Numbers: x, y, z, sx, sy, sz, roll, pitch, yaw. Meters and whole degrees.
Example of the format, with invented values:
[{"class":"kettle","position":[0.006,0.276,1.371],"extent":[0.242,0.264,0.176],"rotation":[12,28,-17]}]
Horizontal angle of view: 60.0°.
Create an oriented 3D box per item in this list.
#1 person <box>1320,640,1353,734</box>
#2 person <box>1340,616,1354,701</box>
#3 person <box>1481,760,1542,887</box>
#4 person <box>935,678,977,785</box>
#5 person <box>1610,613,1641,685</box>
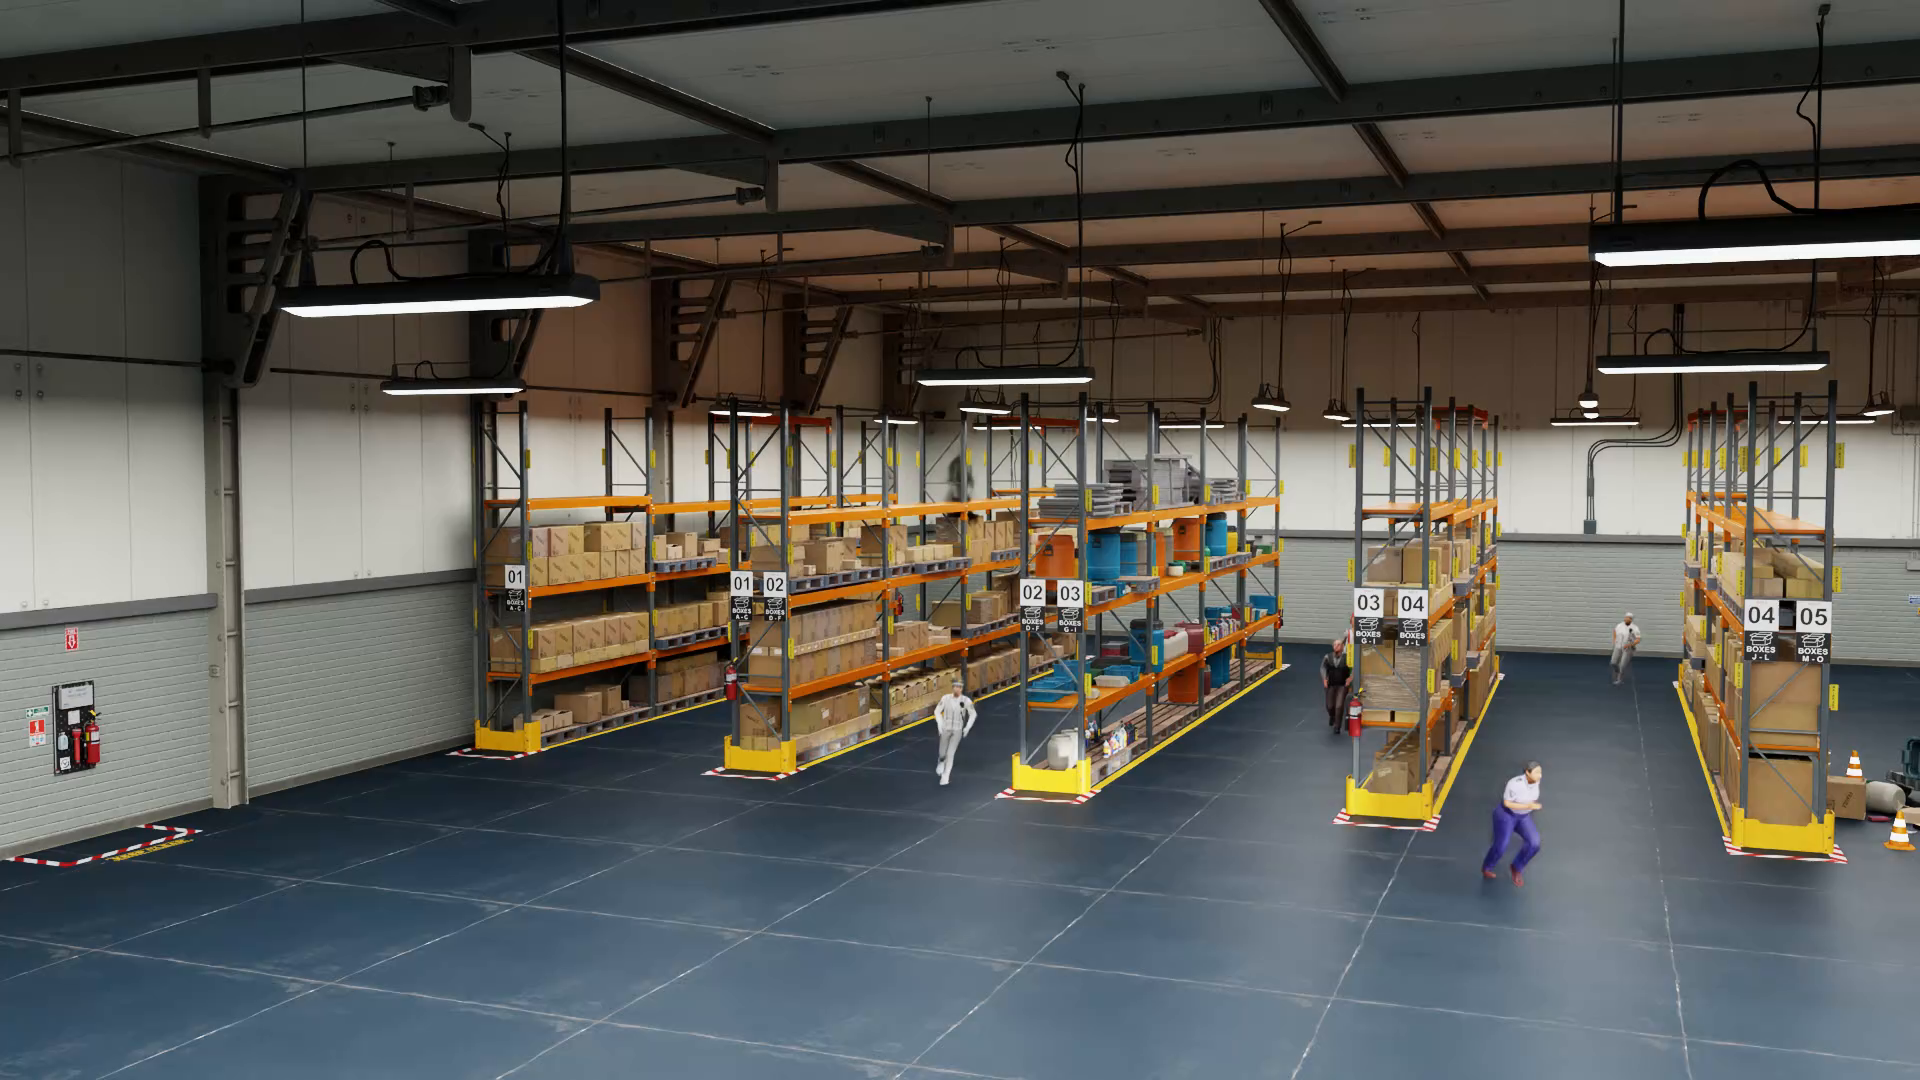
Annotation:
[{"class":"person","position":[6.952,2.680,30.535],"extent":[0.682,1.699,0.595],"rotation":[1,3,20]},{"class":"person","position":[8.163,2.453,34.356],"extent":[0.658,1.771,0.863],"rotation":[0,3,9]},{"class":"person","position":[6.527,3.303,19.512],"extent":[0.642,1.540,0.939],"rotation":[-1,3,-26]},{"class":"person","position":[-0.065,2.942,25.803],"extent":[0.655,1.647,0.595],"rotation":[0,3,3]},{"class":"person","position":[14.753,2.421,36.860],"extent":[0.647,1.606,0.504],"rotation":[2,4,40]}]
